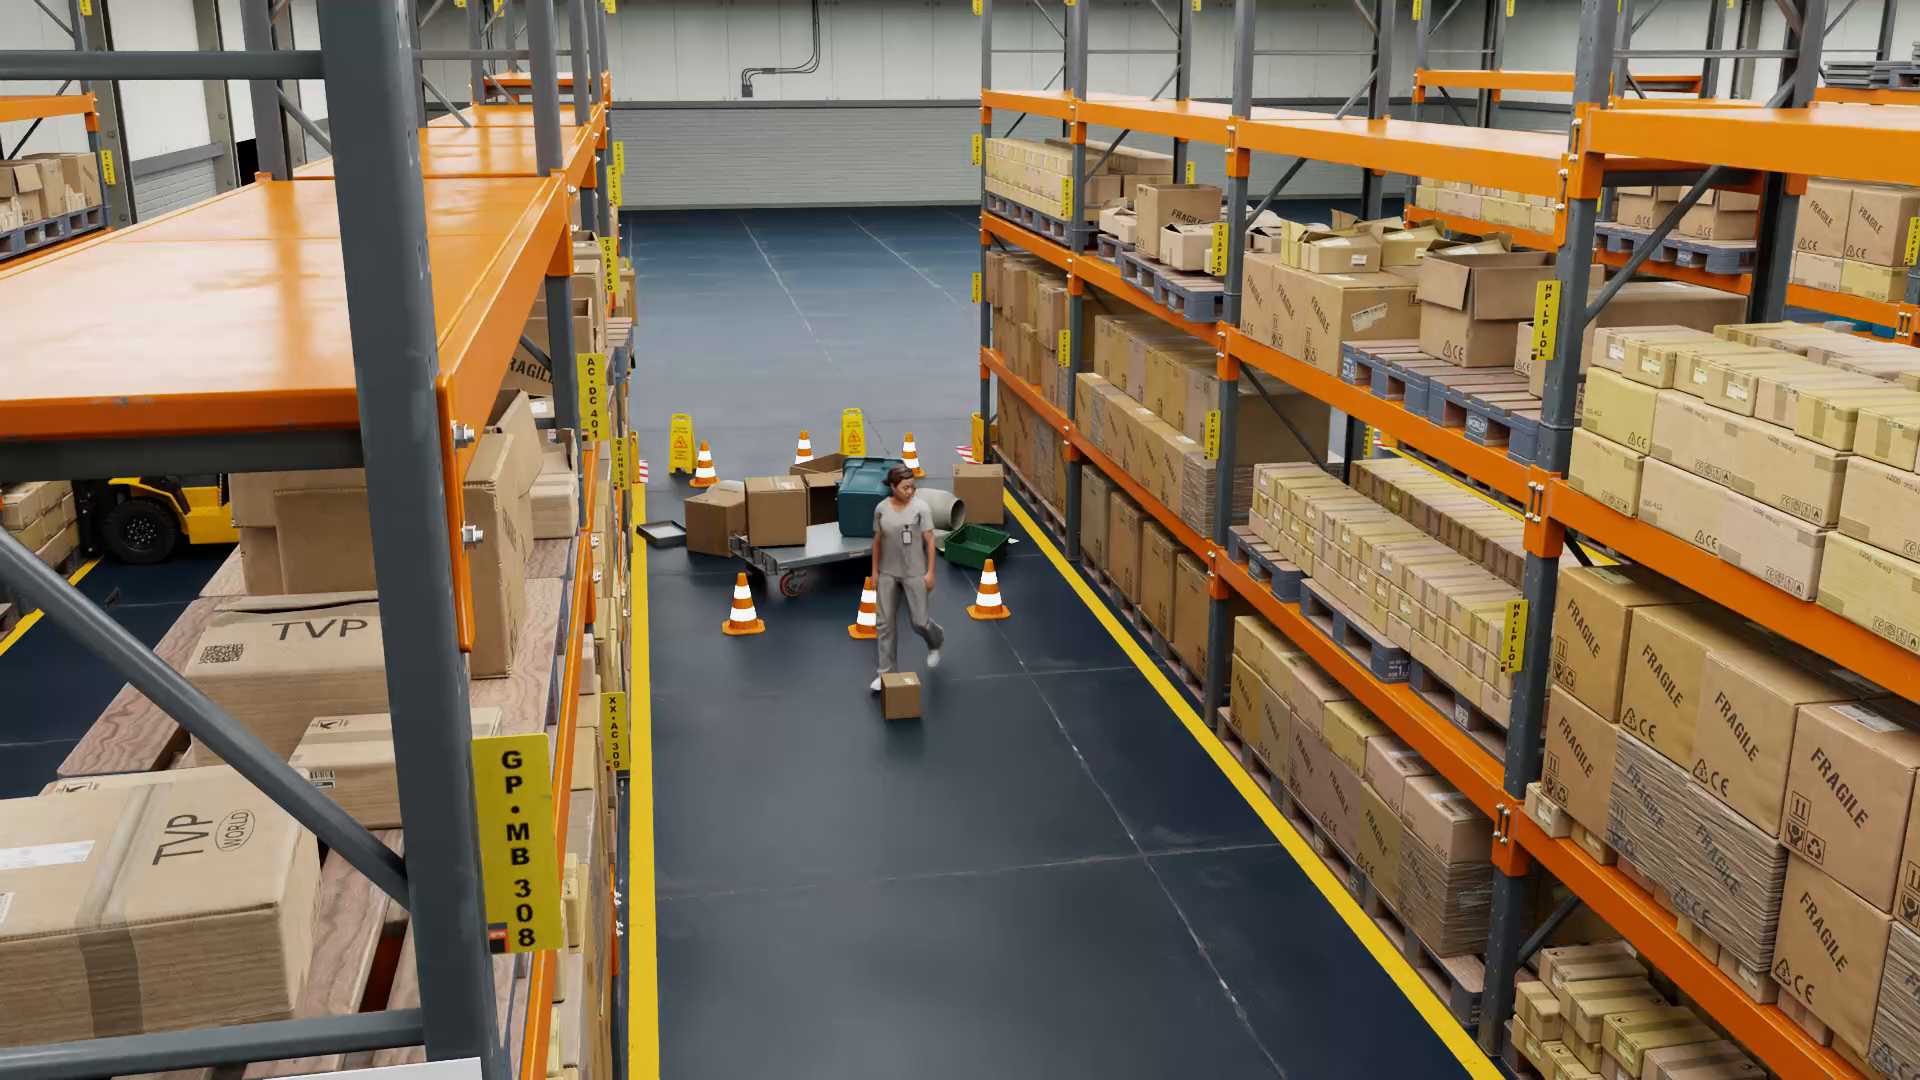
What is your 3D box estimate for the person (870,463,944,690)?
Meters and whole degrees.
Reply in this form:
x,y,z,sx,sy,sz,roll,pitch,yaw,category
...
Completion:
x,y,z,sx,sy,sz,roll,pitch,yaw,category
-0.411,0.242,12.189,0.481,1.664,0.701,5,17,17,person
